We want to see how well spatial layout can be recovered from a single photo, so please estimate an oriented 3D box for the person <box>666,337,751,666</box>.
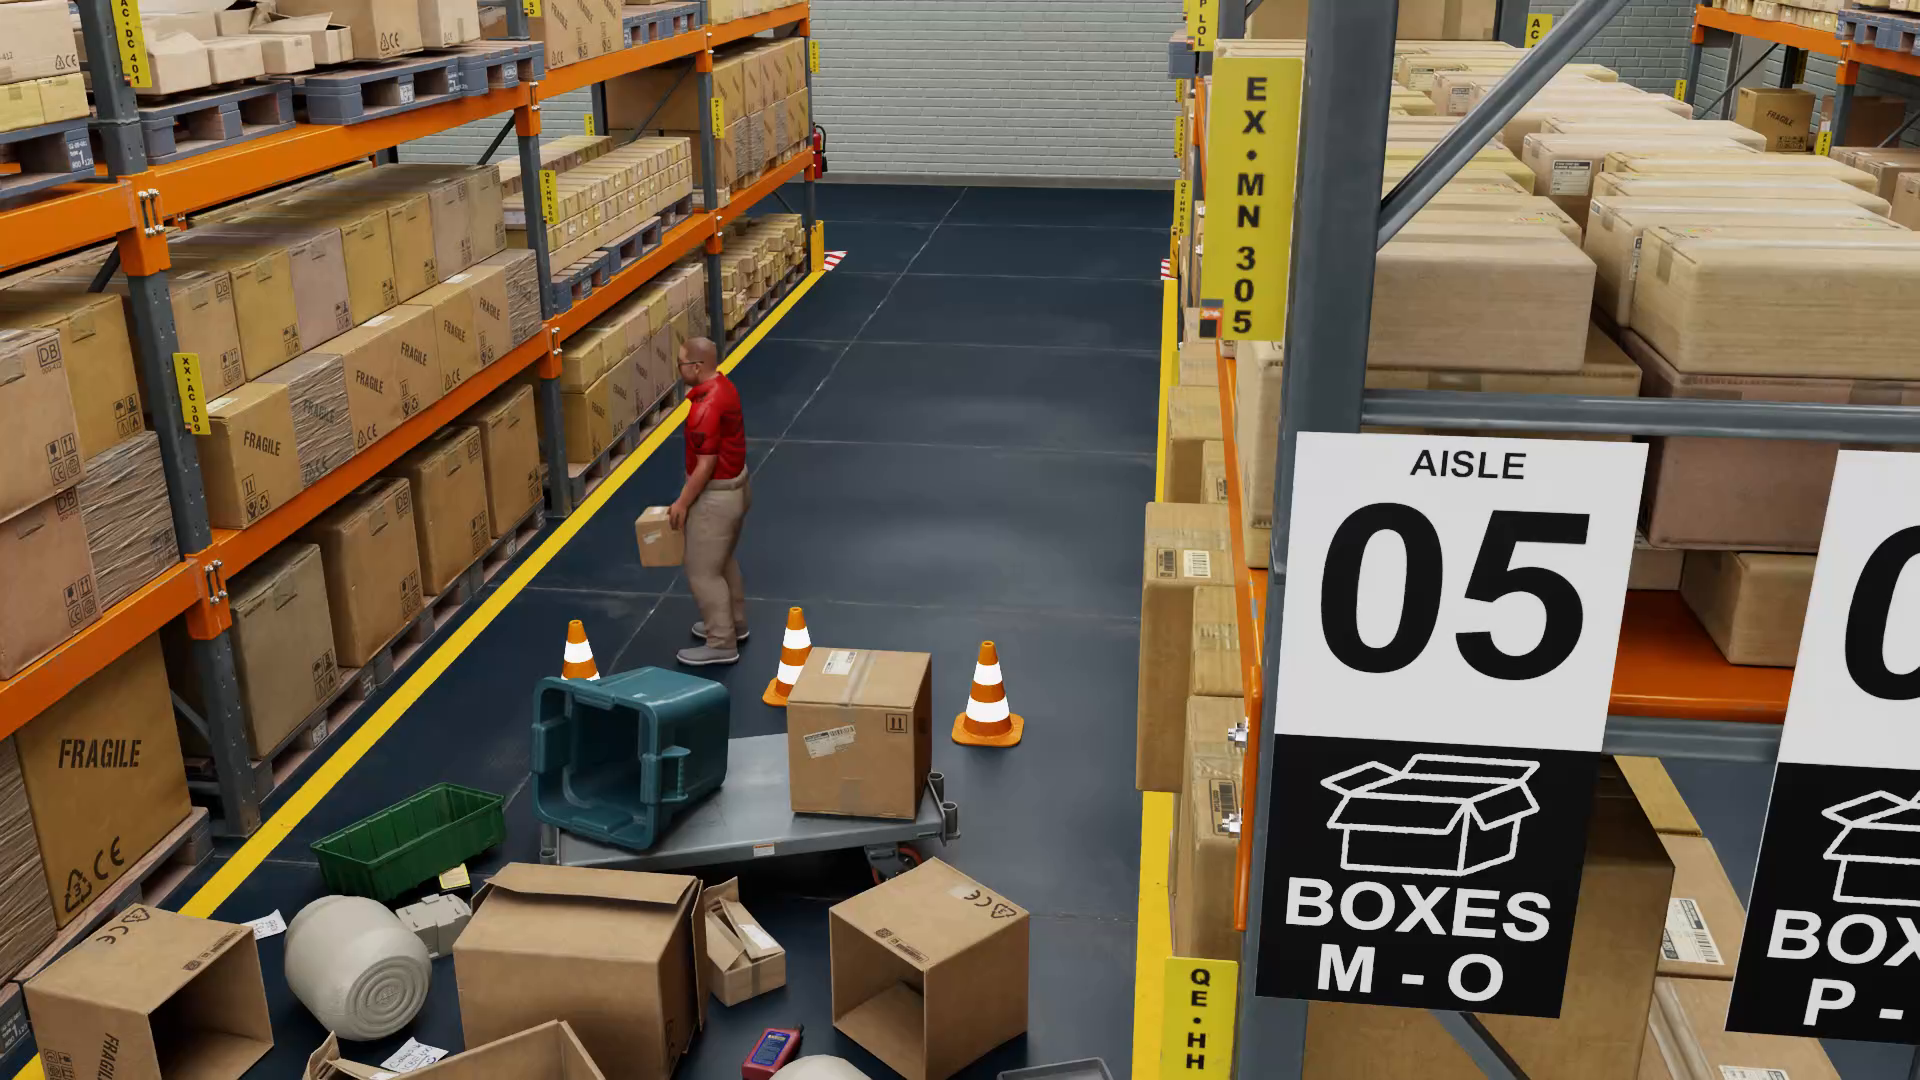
[{"bbox_3d":[-1.299,-0.211,8.642,0.393,1.732,0.551,2,21,5],"label":"person"}]
